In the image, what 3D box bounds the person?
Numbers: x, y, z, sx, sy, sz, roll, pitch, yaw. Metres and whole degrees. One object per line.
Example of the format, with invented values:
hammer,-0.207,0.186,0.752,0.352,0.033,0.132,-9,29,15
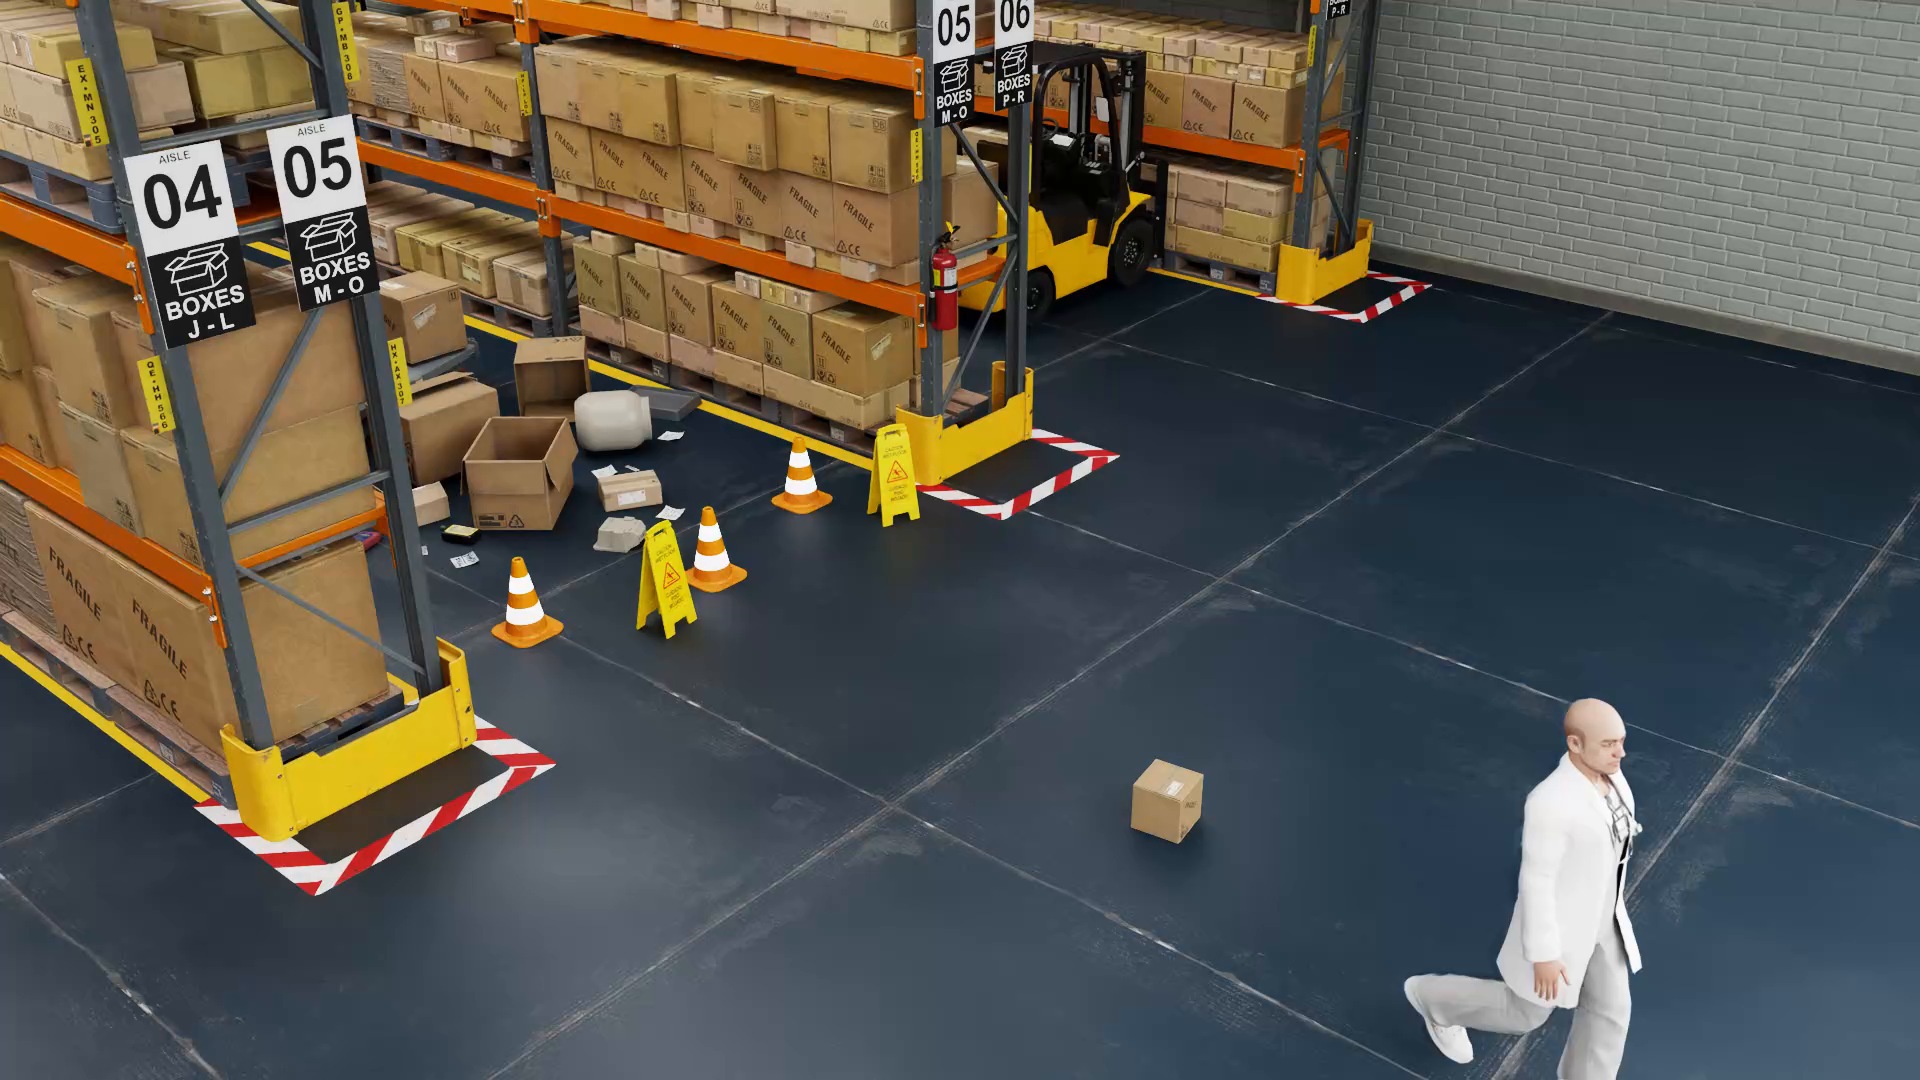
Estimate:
person,2.133,1.343,5.984,0.612,1.746,0.985,-22,34,-36
